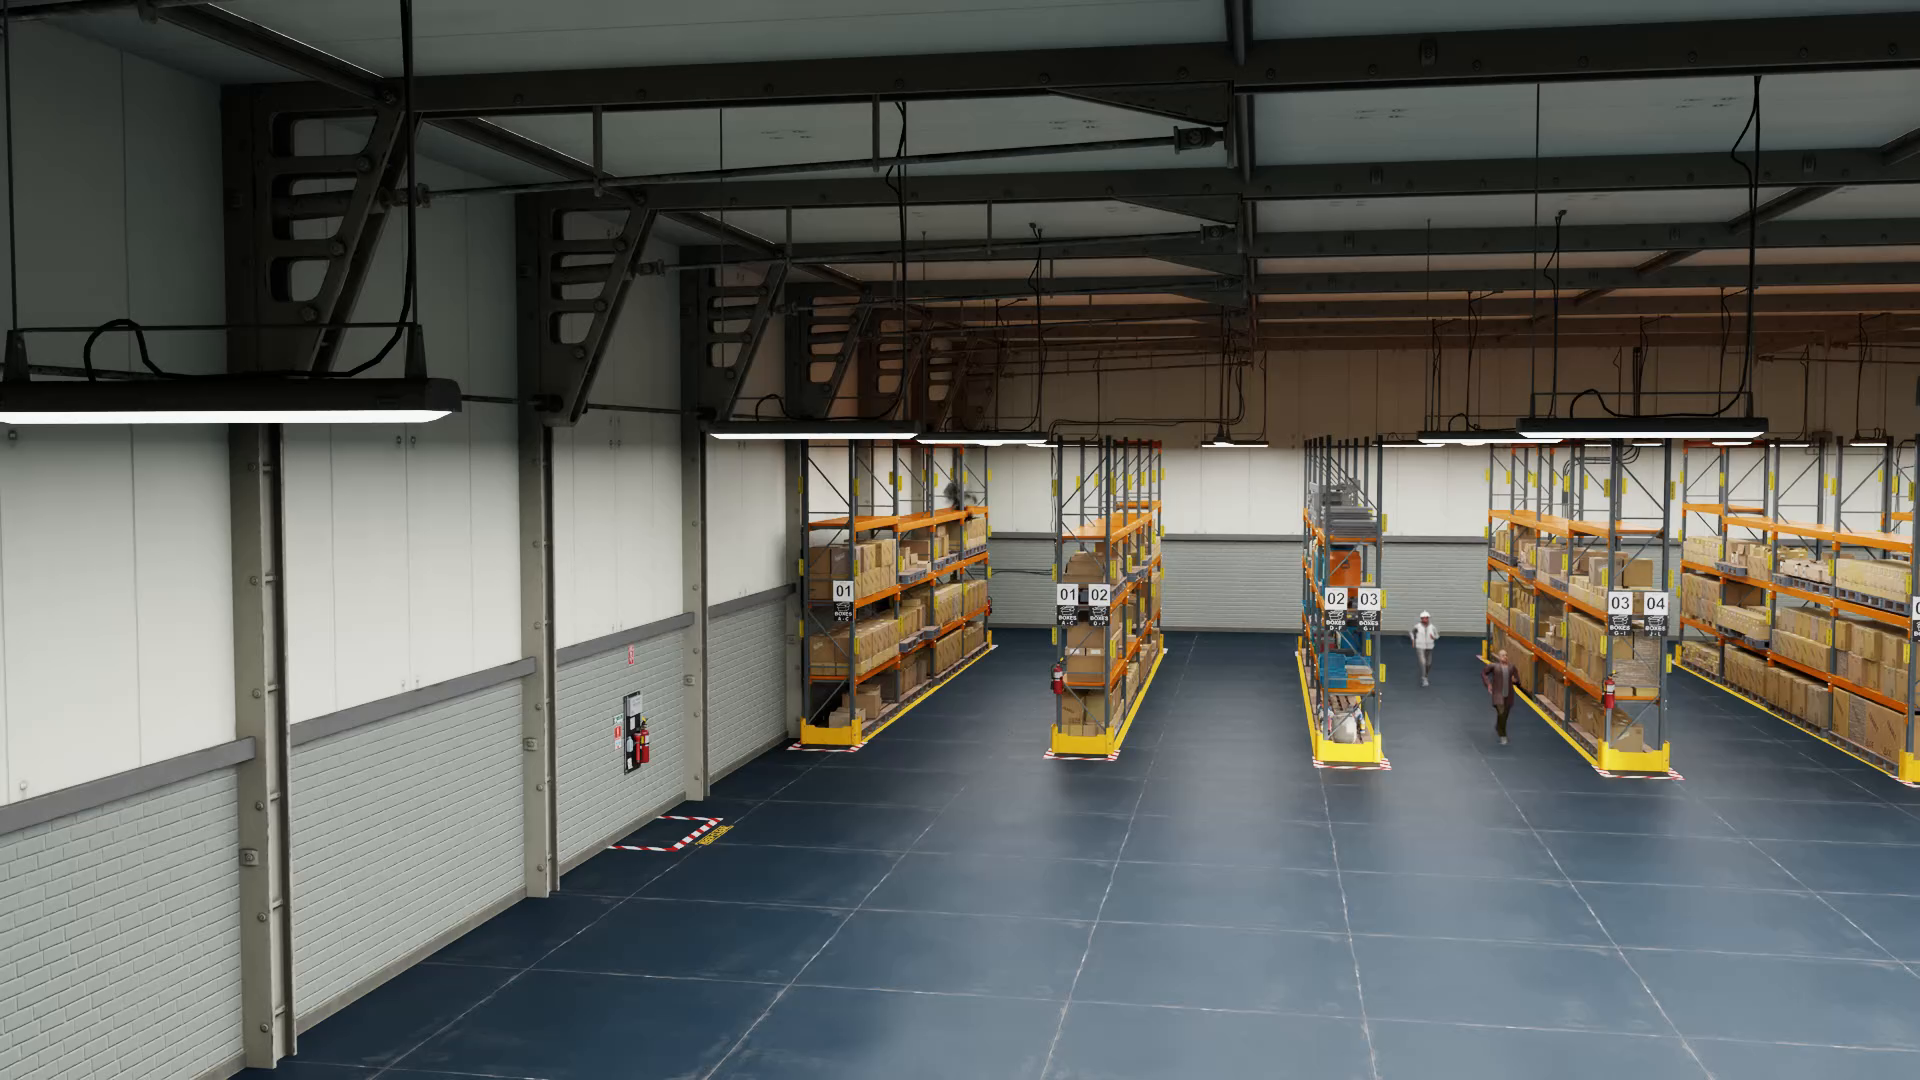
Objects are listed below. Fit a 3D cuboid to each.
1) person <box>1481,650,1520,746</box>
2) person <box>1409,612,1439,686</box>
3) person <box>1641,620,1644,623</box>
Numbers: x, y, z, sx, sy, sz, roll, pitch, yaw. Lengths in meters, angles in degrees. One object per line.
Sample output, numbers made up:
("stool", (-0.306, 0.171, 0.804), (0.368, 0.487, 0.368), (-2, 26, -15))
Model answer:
("person", (10.624, 3.064, 32.597), (0.678, 1.823, 0.836), (0, 3, -4))
("person", (11.313, 2.625, 40.469), (0.656, 1.758, 0.970), (0, 3, 0))
("person", (17.693, 2.594, 42.675), (0.643, 1.683, 0.590), (1, 3, 17))
